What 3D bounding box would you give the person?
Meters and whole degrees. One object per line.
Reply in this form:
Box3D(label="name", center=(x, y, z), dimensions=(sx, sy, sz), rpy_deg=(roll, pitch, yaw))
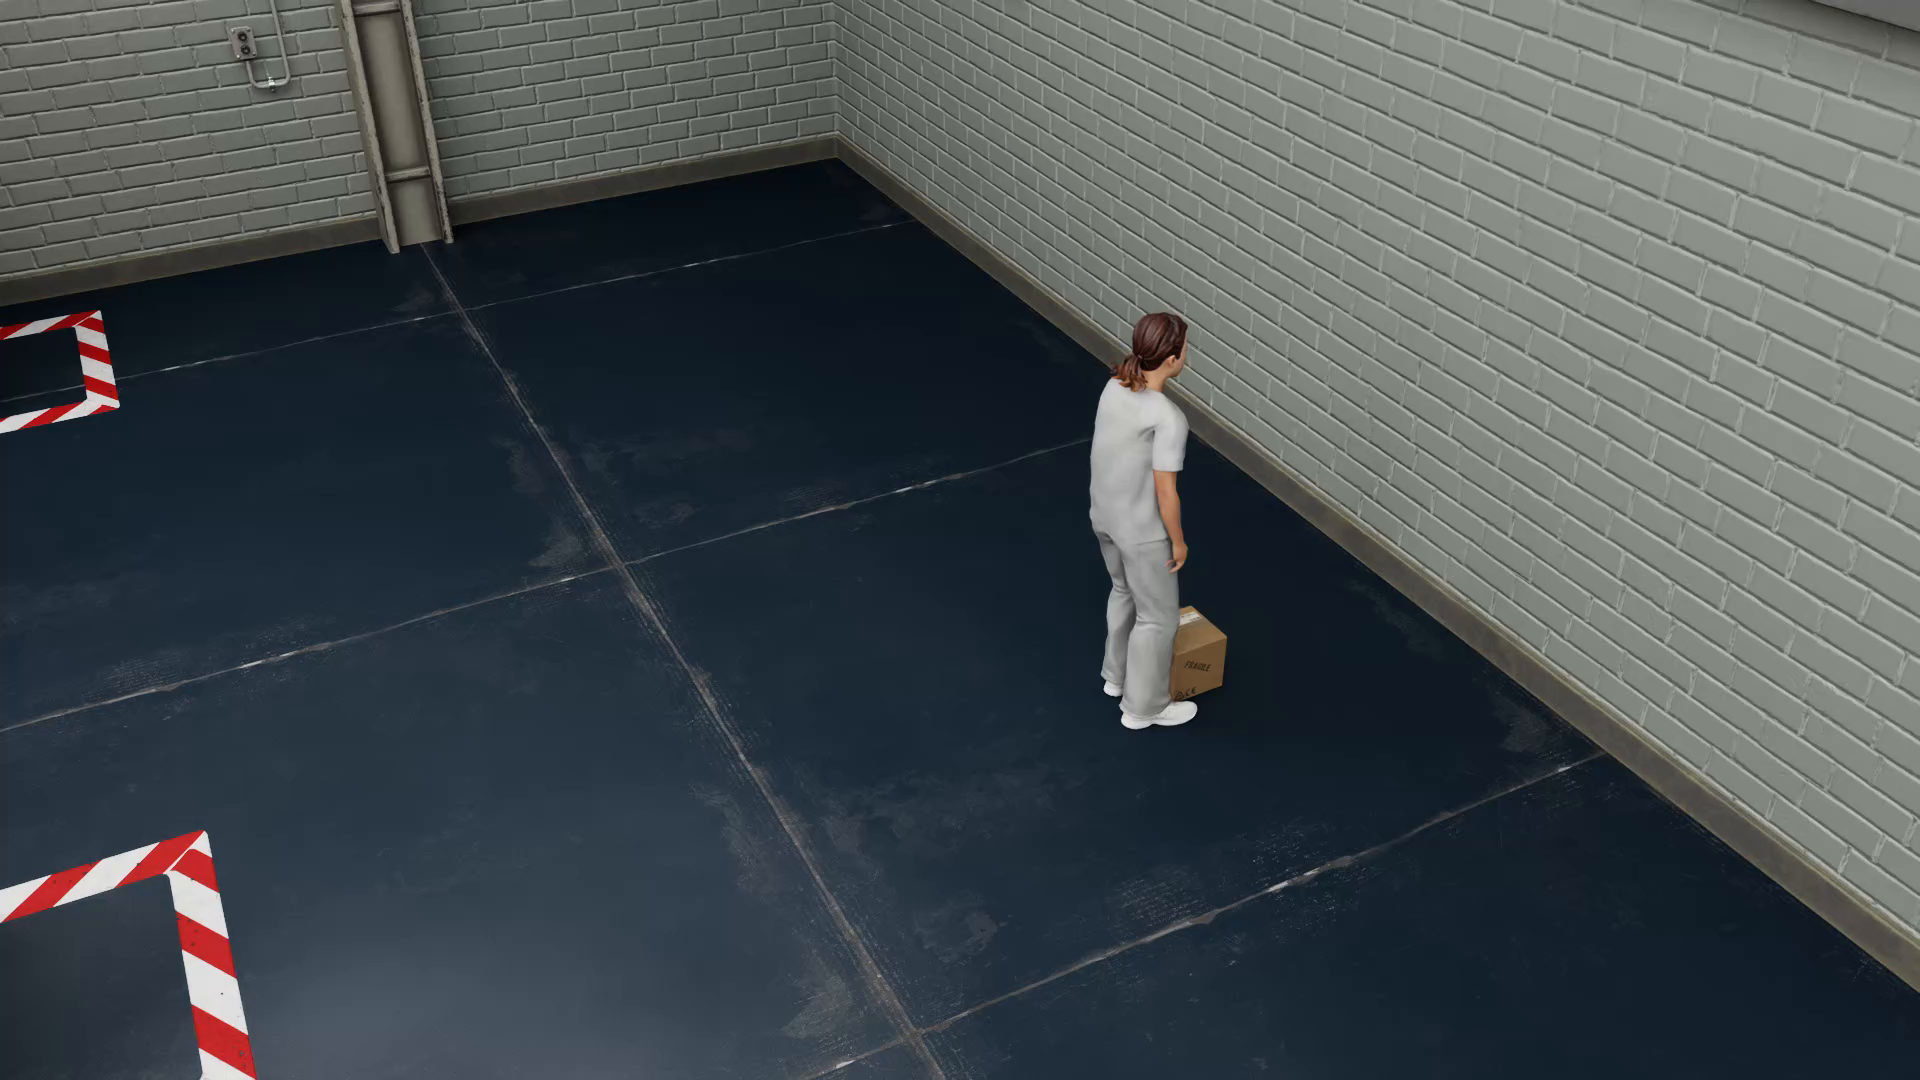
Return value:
Box3D(label="person", center=(0.704, -0.072, 6.252), dimensions=(0.416, 1.671, 0.504), rpy_deg=(-18, 37, -25))
